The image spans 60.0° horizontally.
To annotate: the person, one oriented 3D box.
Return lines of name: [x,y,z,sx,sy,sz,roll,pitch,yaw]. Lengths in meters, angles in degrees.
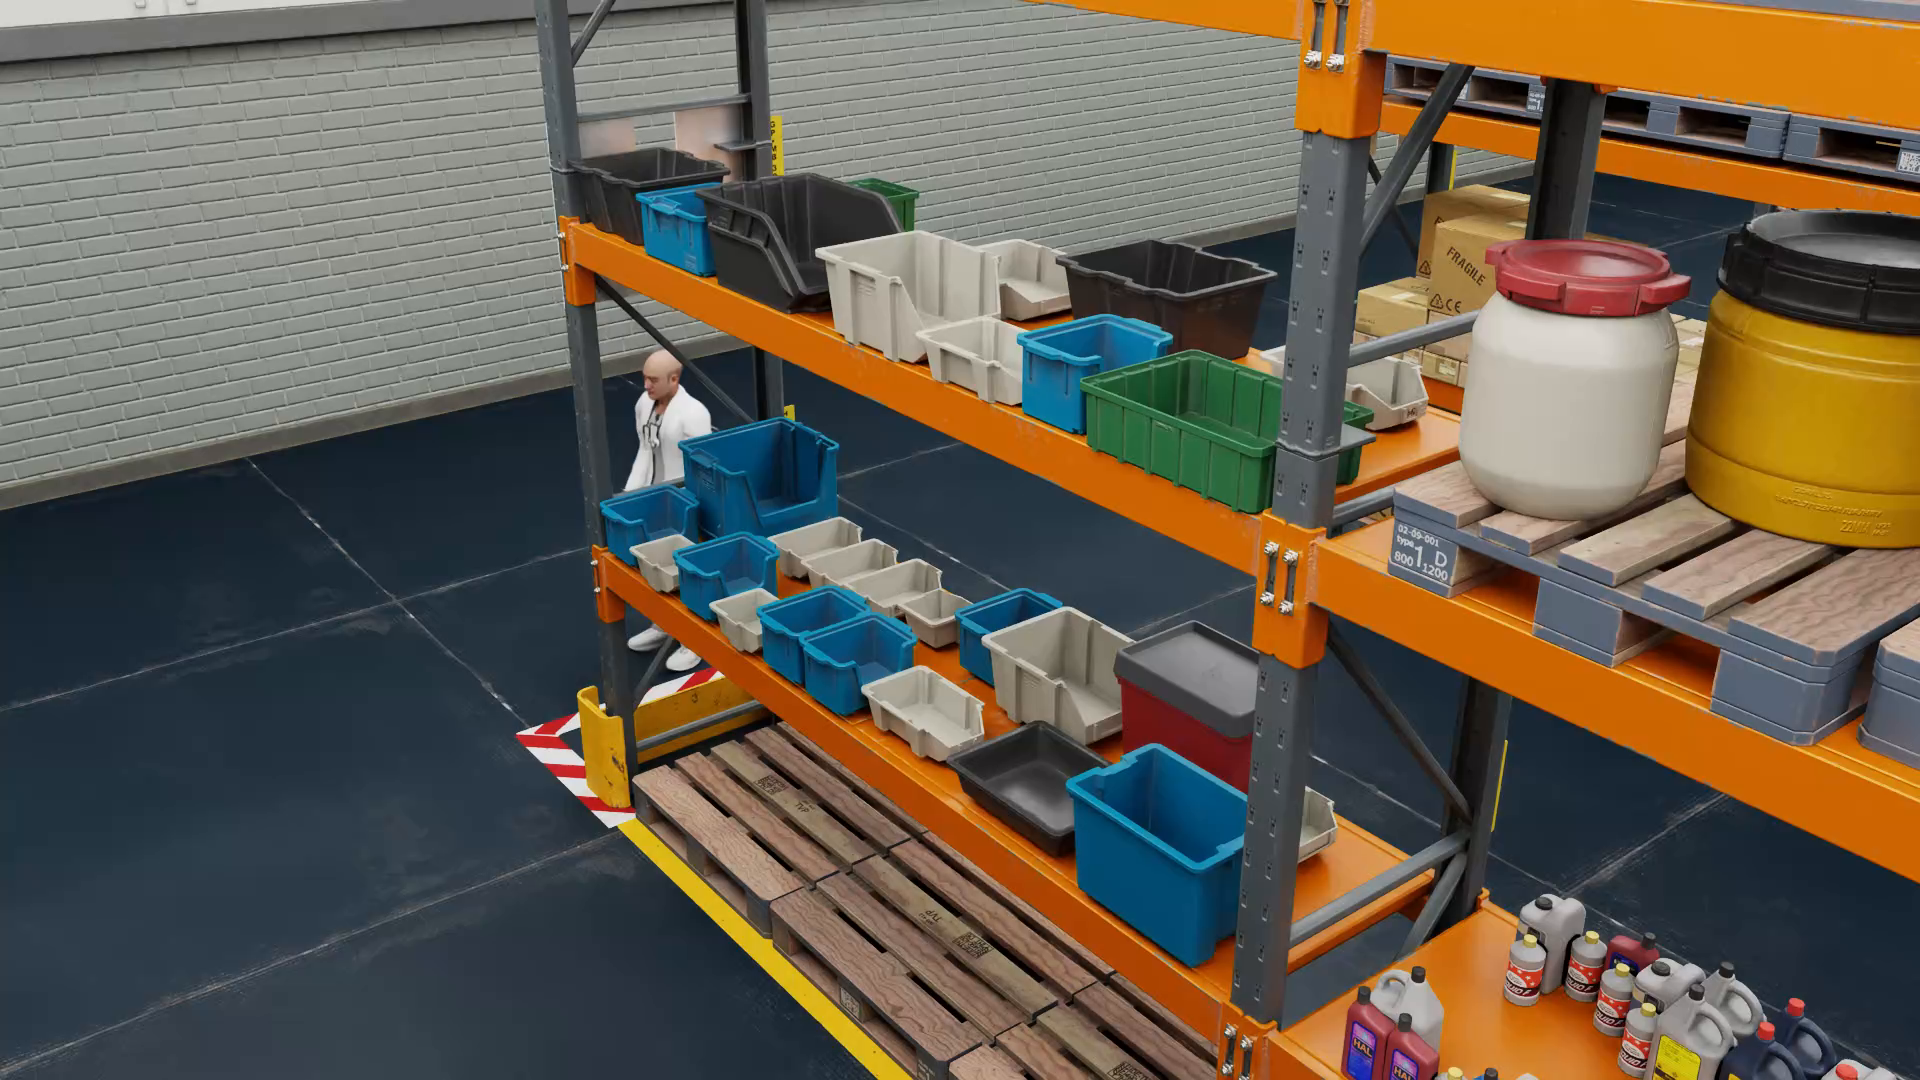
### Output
person: [-1.560,-0.175,9.003,0.586,1.779,0.424,22,32,40]
